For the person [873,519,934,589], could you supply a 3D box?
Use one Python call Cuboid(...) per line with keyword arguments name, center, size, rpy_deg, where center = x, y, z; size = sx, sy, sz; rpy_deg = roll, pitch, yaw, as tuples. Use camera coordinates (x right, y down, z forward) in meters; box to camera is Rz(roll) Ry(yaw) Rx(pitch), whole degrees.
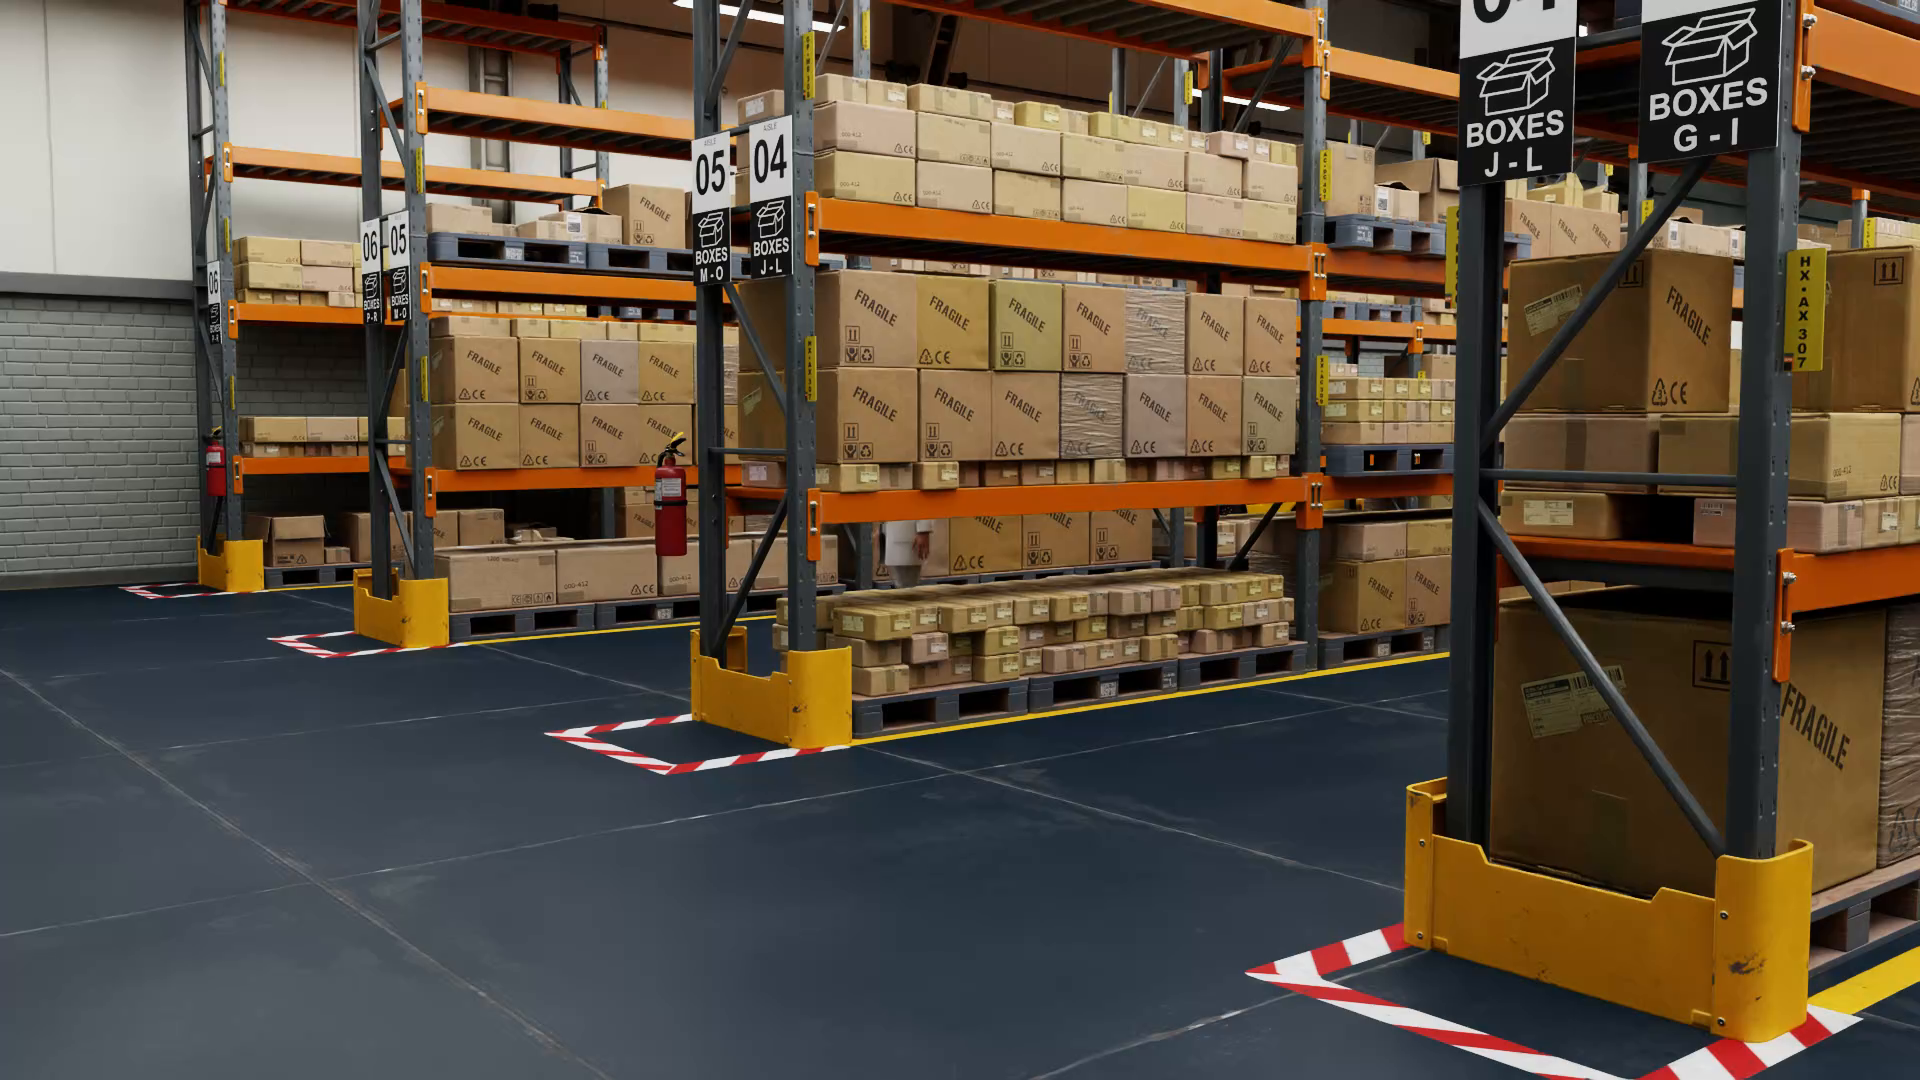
Cuboid(name="person", center=(-0.390, -0.059, 11.502), size=(0.455, 1.776, 0.640), rpy_deg=(-2, 4, -21))
